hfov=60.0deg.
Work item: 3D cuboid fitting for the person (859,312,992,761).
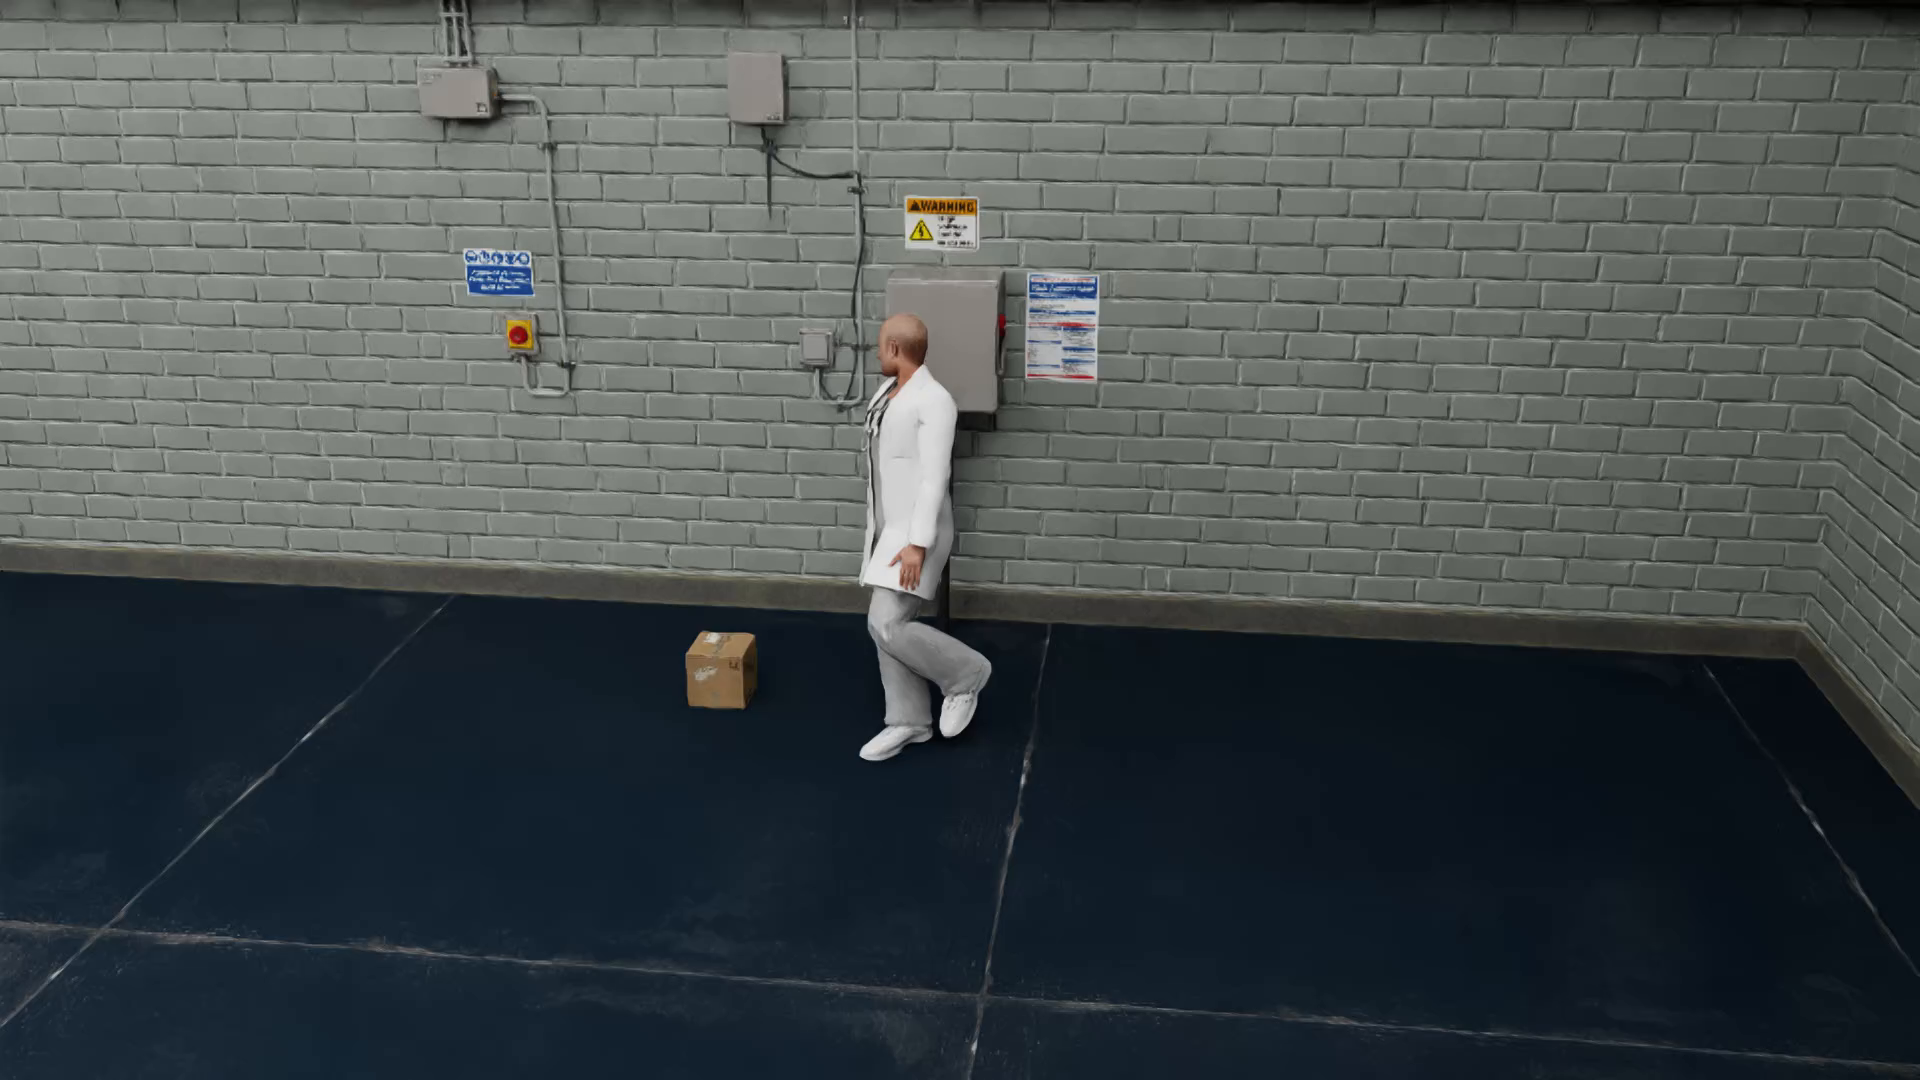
[{"bbox_3d":[-0.218,-0.020,6.680,0.595,1.764,0.652,-11,23,-27],"label":"person"}]
